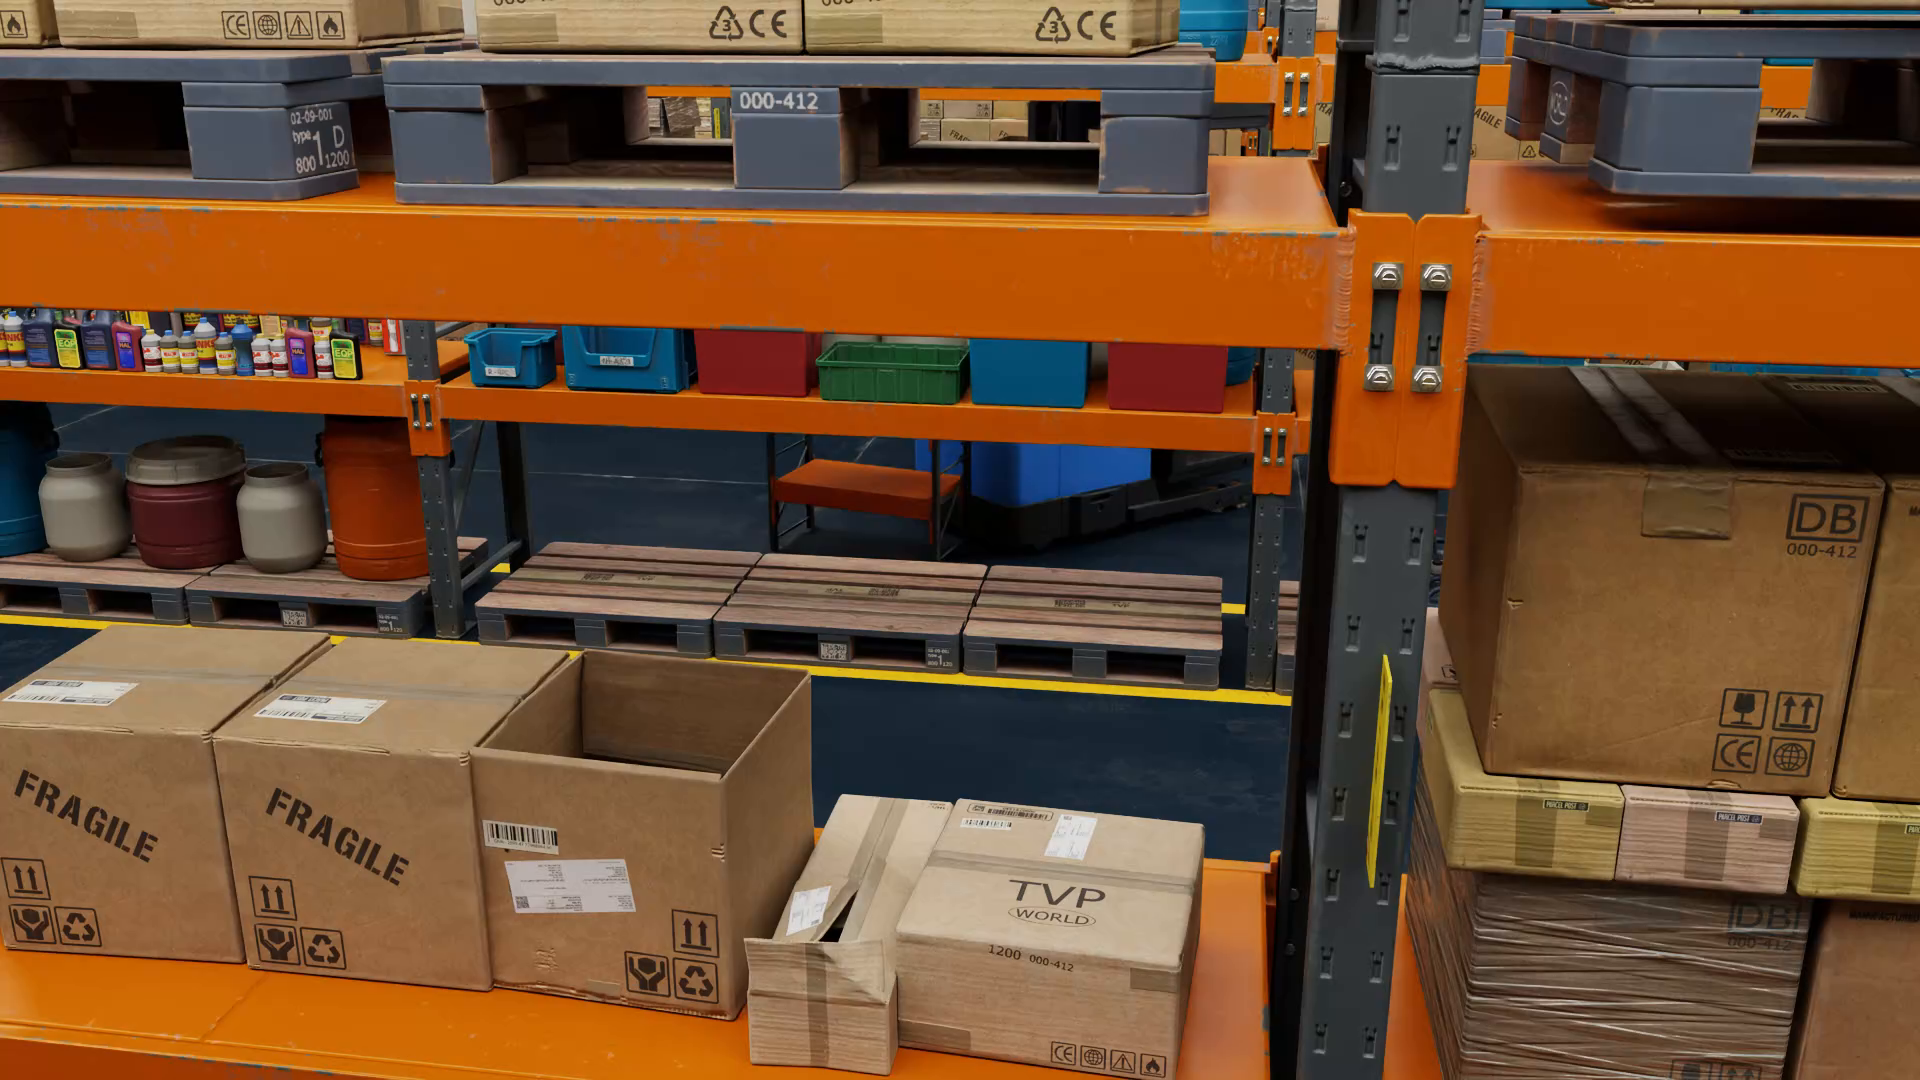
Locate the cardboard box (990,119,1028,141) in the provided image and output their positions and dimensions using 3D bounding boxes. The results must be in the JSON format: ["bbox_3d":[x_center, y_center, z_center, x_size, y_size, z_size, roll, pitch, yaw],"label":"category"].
[{"bbox_3d":[0.589,-4.071,17.084,0.500,0.500,0.500,3,19,9],"label":"cardboard box"}]

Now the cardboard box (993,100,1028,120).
[{"bbox_3d":[0.636,-4.626,17.169,0.500,0.500,0.700,3,19,8],"label":"cardboard box"}]

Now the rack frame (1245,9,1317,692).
[{"bbox_3d":[1.465,-0.879,7.702,0.127,3.000,1.000,3,19,9],"label":"rack frame"}]

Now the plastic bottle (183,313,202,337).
[{"bbox_3d":[-4.110,-1.215,8.908,0.097,0.271,0.097,0,18,0],"label":"plastic bottle"}]

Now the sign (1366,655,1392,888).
[{"bbox_3d":[0.600,0.332,2.384,0.005,0.325,0.100,3,19,9],"label":"sign"}]

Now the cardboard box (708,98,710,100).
[{"bbox_3d":[-2.535,-4.692,17.896,0.250,0.149,0.380,3,19,10],"label":"cardboard box"}]

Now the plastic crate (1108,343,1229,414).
[{"bbox_3d":[0.939,-0.838,7.478,0.583,0.464,0.402,3,19,9],"label":"plastic crate"}]

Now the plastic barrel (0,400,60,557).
[{"bbox_3d":[-5.200,-0.417,8.967,0.708,0.901,0.600,3,19,9],"label":"plastic barrel"}]

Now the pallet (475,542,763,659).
[{"bbox_3d":[-1.725,0.294,8.593,1.213,0.211,1.003,3,19,9],"label":"pallet"}]

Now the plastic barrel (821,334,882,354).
[{"bbox_3d":[-0.596,-1.119,8.205,0.433,0.535,0.433,0,18,0],"label":"plastic barrel"}]

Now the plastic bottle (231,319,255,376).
[{"bbox_3d":[-3.482,-0.939,8.084,0.097,0.271,0.097,0,18,0],"label":"plastic bottle"}]

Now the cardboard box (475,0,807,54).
[{"bbox_3d":[-0.473,-0.938,2.727,0.500,0.250,0.500,1,19,3],"label":"cardboard box"}]

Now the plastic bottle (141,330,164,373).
[{"bbox_3d":[-3.963,-0.930,8.168,0.097,0.201,0.097,0,18,0],"label":"plastic bottle"}]

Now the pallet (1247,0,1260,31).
[{"bbox_3d":[1.658,-3.828,12.086,1.003,0.211,1.213,3,19,9],"label":"pallet"}]

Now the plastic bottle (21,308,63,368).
[{"bbox_3d":[-4.544,-1.038,8.255,0.185,0.351,0.144,3,19,9],"label":"plastic bottle"}]

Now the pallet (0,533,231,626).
[{"bbox_3d":[-4.470,0.154,9.011,1.213,0.211,1.003,3,19,9],"label":"pallet"}]

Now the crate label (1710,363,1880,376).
[{"bbox_3d":[3.555,-0.702,7.118,0.616,0.435,0.502,3,19,9],"label":"crate label"}]

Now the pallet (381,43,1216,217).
[{"bbox_3d":[-0.197,-0.699,2.739,1.217,0.209,0.805,2,19,6],"label":"pallet"}]

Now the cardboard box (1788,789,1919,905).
[{"bbox_3d":[1.414,0.417,2.649,0.250,0.149,0.380,2,19,7],"label":"cardboard box"}]

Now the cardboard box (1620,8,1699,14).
[{"bbox_3d":[4.686,-3.578,11.278,0.500,0.250,0.500,3,19,10],"label":"cardboard box"}]

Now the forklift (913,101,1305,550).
[{"bbox_3d":[1.214,-1.678,10.199,3.031,2.935,1.130,-12,22,-33],"label":"forklift"}]

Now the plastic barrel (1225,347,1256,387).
[{"bbox_3d":[1.132,-1.231,7.964,0.708,0.901,0.600,3,19,9],"label":"plastic barrel"}]

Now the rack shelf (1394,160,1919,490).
[{"bbox_3d":[2.651,-0.308,2.402,4.000,0.370,1.077,3,19,9],"label":"rack shelf"}]

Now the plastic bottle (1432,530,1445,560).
[{"bbox_3d":[2.337,0.121,8.196,0.185,0.351,0.144,2,19,6],"label":"plastic bottle"}]

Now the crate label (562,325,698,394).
[{"bbox_3d":[-1.546,-0.962,7.895,0.616,0.435,0.502,3,19,9],"label":"crate label"}]

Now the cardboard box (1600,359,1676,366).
[{"bbox_3d":[4.991,-1.299,12.235,0.500,0.500,0.500,8,20,23],"label":"cardboard box"}]

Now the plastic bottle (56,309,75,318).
[{"bbox_3d":[-4.774,-1.199,8.863,0.097,0.271,0.097,0,18,0],"label":"plastic bottle"}]

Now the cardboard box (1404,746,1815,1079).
[{"bbox_3d":[1.115,0.646,2.988,0.500,0.500,0.700,2,19,7],"label":"cardboard box"}]

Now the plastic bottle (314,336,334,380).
[{"bbox_3d":[-3.062,-0.884,8.031,0.097,0.201,0.097,0,18,0],"label":"plastic bottle"}]

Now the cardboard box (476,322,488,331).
[{"bbox_3d":[-3.255,-1.912,13.476,0.875,0.875,1.225,3,19,9],"label":"cardboard box"}]

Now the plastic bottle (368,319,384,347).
[{"bbox_3d":[-3.066,-1.128,8.760,0.097,0.201,0.097,0,18,0],"label":"plastic bottle"}]

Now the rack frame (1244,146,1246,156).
[{"bbox_3d":[4.607,-7.090,26.266,0.127,3.000,1.000,3,19,9],"label":"rack frame"}]

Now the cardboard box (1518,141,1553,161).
[{"bbox_3d":[4.138,-2.919,11.598,0.500,0.500,0.500,3,19,9],"label":"cardboard box"}]

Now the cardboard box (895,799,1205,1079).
[{"bbox_3d":[0.183,0.733,3.121,0.500,0.250,0.500,4,19,12],"label":"cardboard box"}]

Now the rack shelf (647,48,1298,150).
[{"bbox_3d":[-0.509,-2.061,7.641,4.000,0.370,1.077,3,19,9],"label":"rack shelf"}]

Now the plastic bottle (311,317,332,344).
[{"bbox_3d":[-3.318,-1.092,8.653,0.097,0.201,0.097,0,18,0],"label":"plastic bottle"}]

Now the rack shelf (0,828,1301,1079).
[{"bbox_3d":[-1.299,0.913,3.479,4.000,0.370,1.077,3,19,9],"label":"rack shelf"}]

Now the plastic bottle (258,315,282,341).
[{"bbox_3d":[-3.670,-1.204,8.857,0.133,0.283,0.061,3,19,9],"label":"plastic bottle"}]

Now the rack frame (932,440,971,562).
[{"bbox_3d":[-0.044,-0.408,9.250,0.032,1.125,0.500,7,20,21],"label":"rack frame"}]

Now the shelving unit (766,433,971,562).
[{"bbox_3d":[-0.514,-0.470,9.434,1.048,1.125,0.538,7,20,21],"label":"shelving unit"}]

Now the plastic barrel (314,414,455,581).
[{"bbox_3d":[-2.970,-0.269,8.639,0.708,0.830,0.600,3,19,9],"label":"plastic barrel"}]

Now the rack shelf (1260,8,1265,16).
[{"bbox_3d":[5.798,-6.516,20.956,4.000,0.370,1.077,3,19,9],"label":"rack shelf"}]

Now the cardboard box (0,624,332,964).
[{"bbox_3d":[-1.614,0.504,3.413,0.500,0.500,0.500,2,19,6],"label":"cardboard box"}]

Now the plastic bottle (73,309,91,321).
[{"bbox_3d":[-4.772,-1.242,8.982,0.135,0.276,0.152,3,19,9],"label":"plastic bottle"}]
